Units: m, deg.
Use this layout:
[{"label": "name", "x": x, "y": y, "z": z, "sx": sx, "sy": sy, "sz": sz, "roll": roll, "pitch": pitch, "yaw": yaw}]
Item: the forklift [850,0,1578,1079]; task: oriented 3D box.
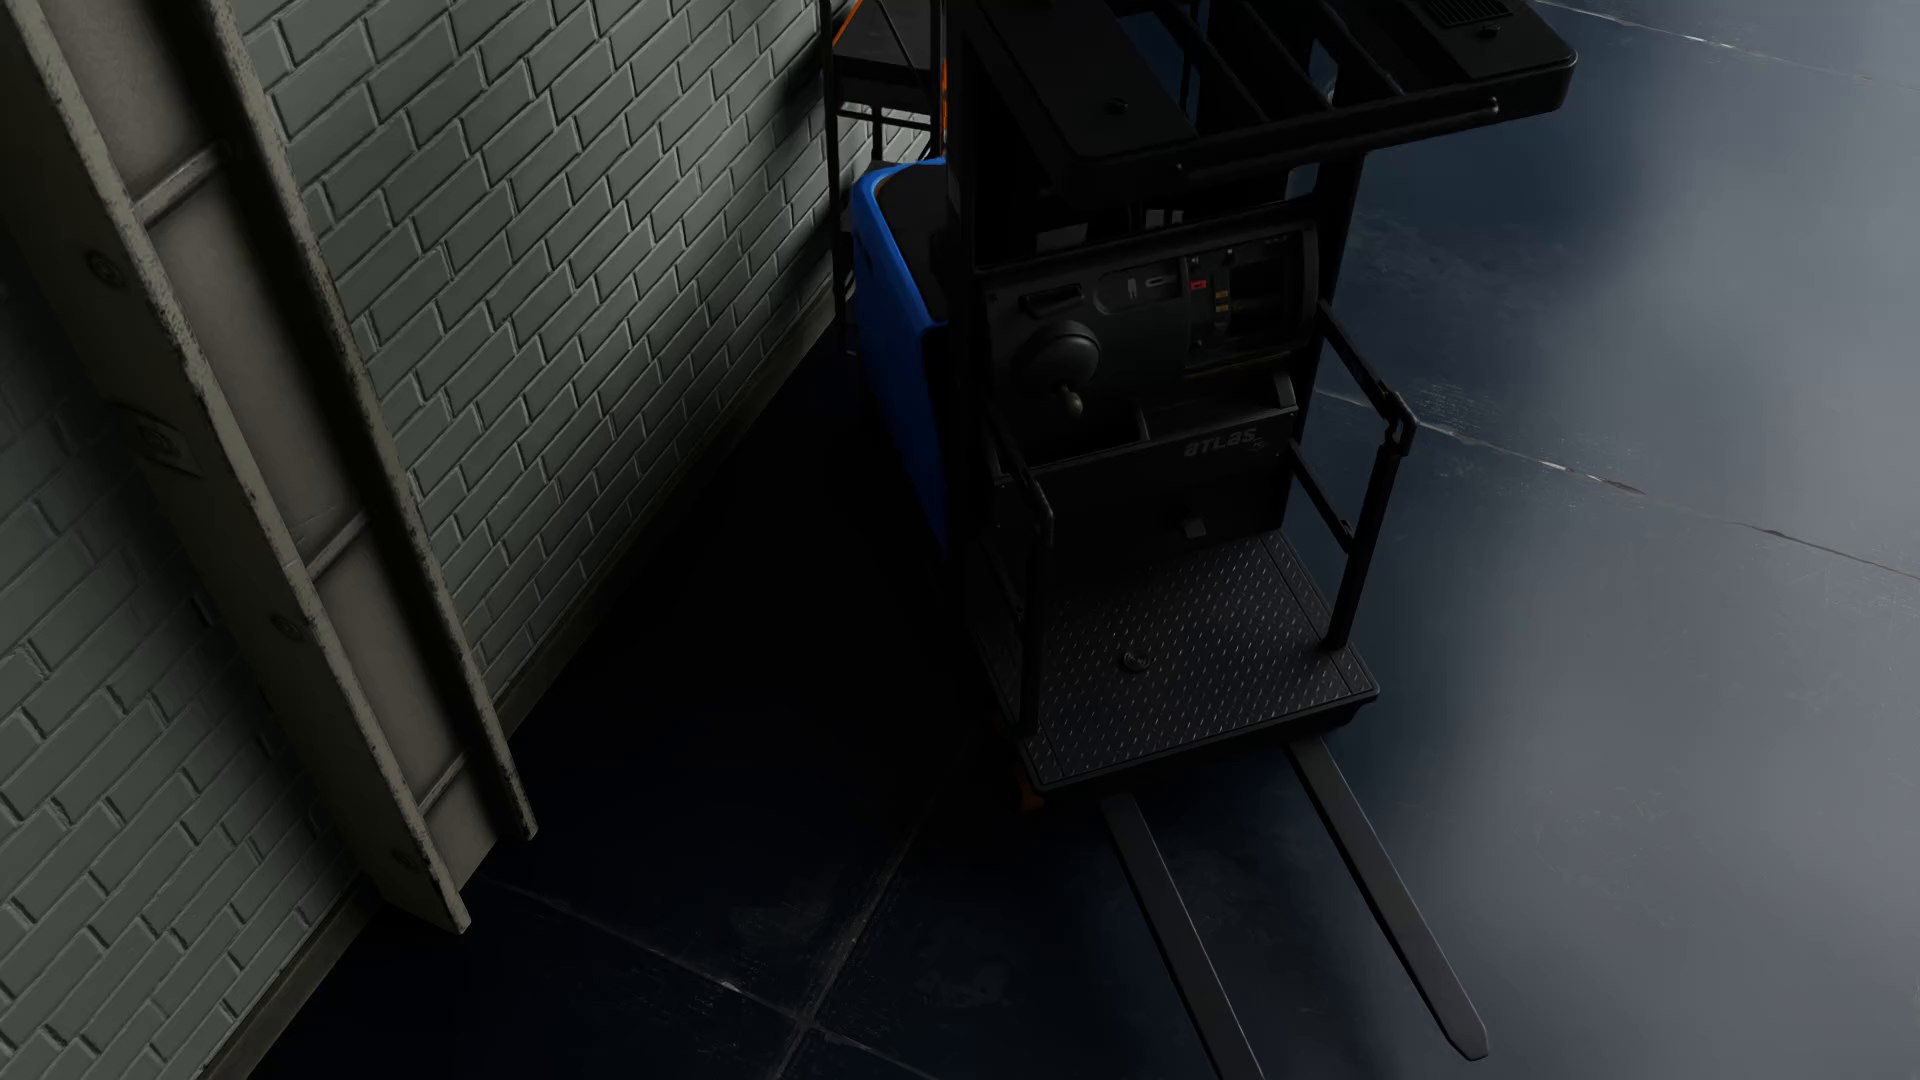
[{"label": "forklift", "x": 0.580, "y": -0.482, "z": 4.235, "sx": 1.130, "sy": 2.935, "sz": 3.031, "roll": -14, "pitch": 51, "yaw": -12}]

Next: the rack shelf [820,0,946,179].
[{"label": "rack shelf", "x": -0.190, "y": -1.552, "z": 5.694, "sx": 0.431, "sy": 0.518, "sz": 0.480, "roll": 12, "pitch": 48, "yaw": 10}]

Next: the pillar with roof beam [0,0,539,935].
[{"label": "pillar with roof beam", "x": 2.402, "y": -0.563, "z": 0.321, "sx": 9.100, "sy": 9.000, "sz": 0.400, "roll": 20, "pitch": 52, "yaw": 16}]

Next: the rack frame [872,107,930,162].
[{"label": "rack frame", "x": -0.124, "y": -1.732, "z": 5.846, "sx": 0.400, "sy": 2.100, "sz": 0.015, "roll": 12, "pitch": 48, "yaw": 10}]

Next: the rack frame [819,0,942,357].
[{"label": "rack frame", "x": -0.256, "y": -1.390, "z": 5.523, "sx": 0.400, "sy": 2.100, "sz": 0.015, "roll": 12, "pitch": 48, "yaw": 10}]

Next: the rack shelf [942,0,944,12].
[{"label": "rack shelf", "x": -0.181, "y": -2.030, "z": 5.183, "sx": 0.431, "sy": 0.518, "sz": 0.480, "roll": 12, "pitch": 48, "yaw": 10}]

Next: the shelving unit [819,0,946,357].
[{"label": "shelving unit", "x": -0.190, "y": -1.561, "z": 5.684, "sx": 0.431, "sy": 2.100, "sz": 0.503, "roll": 12, "pitch": 48, "yaw": 10}]

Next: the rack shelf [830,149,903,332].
[{"label": "rack shelf", "x": -0.200, "y": -1.074, "z": 6.206, "sx": 0.431, "sy": 0.518, "sz": 0.480, "roll": 12, "pitch": 48, "yaw": 10}]
